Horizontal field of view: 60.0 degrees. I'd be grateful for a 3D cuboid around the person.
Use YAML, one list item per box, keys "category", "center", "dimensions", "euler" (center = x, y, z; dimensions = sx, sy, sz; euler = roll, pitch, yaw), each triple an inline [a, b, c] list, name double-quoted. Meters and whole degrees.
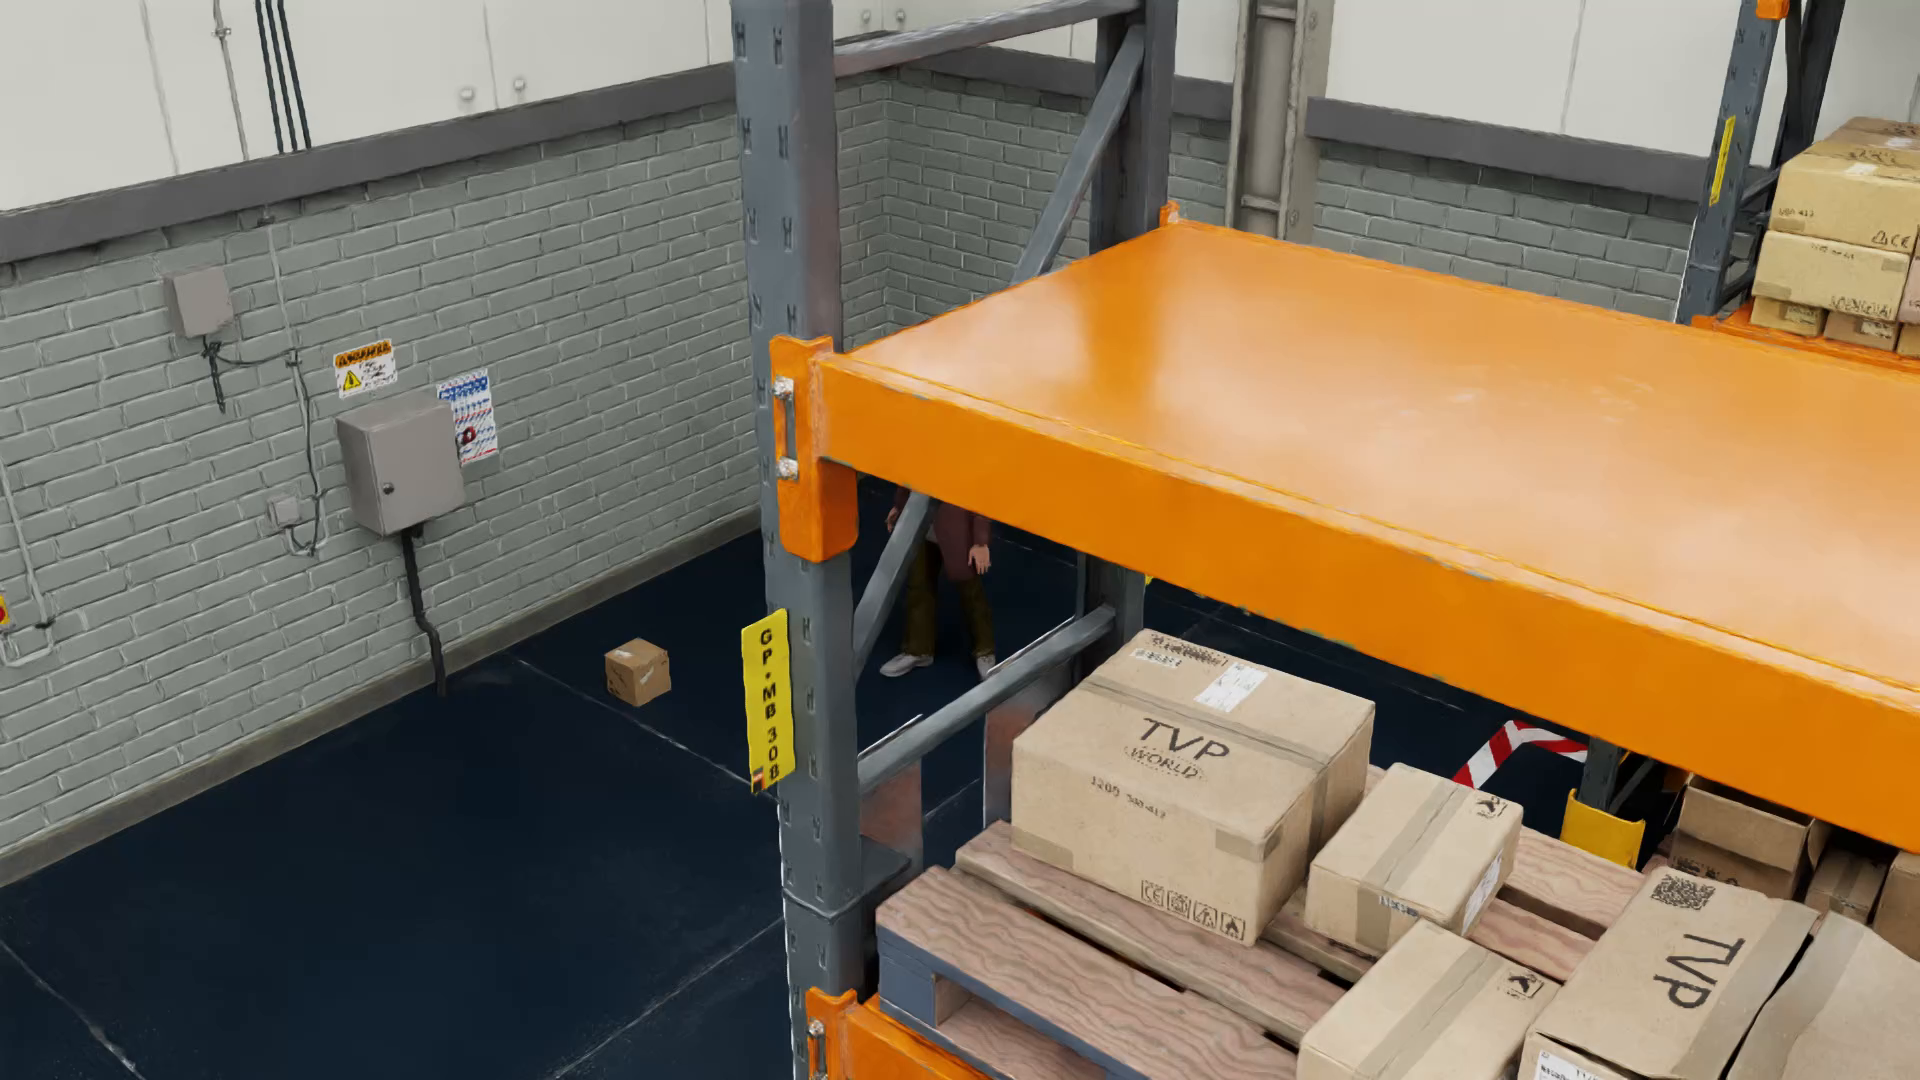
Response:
- category: "person"
  center: [-0.131, -0.065, 9.144]
  dimensions: [0.738, 1.768, 0.643]
  euler: [22, 34, 36]
